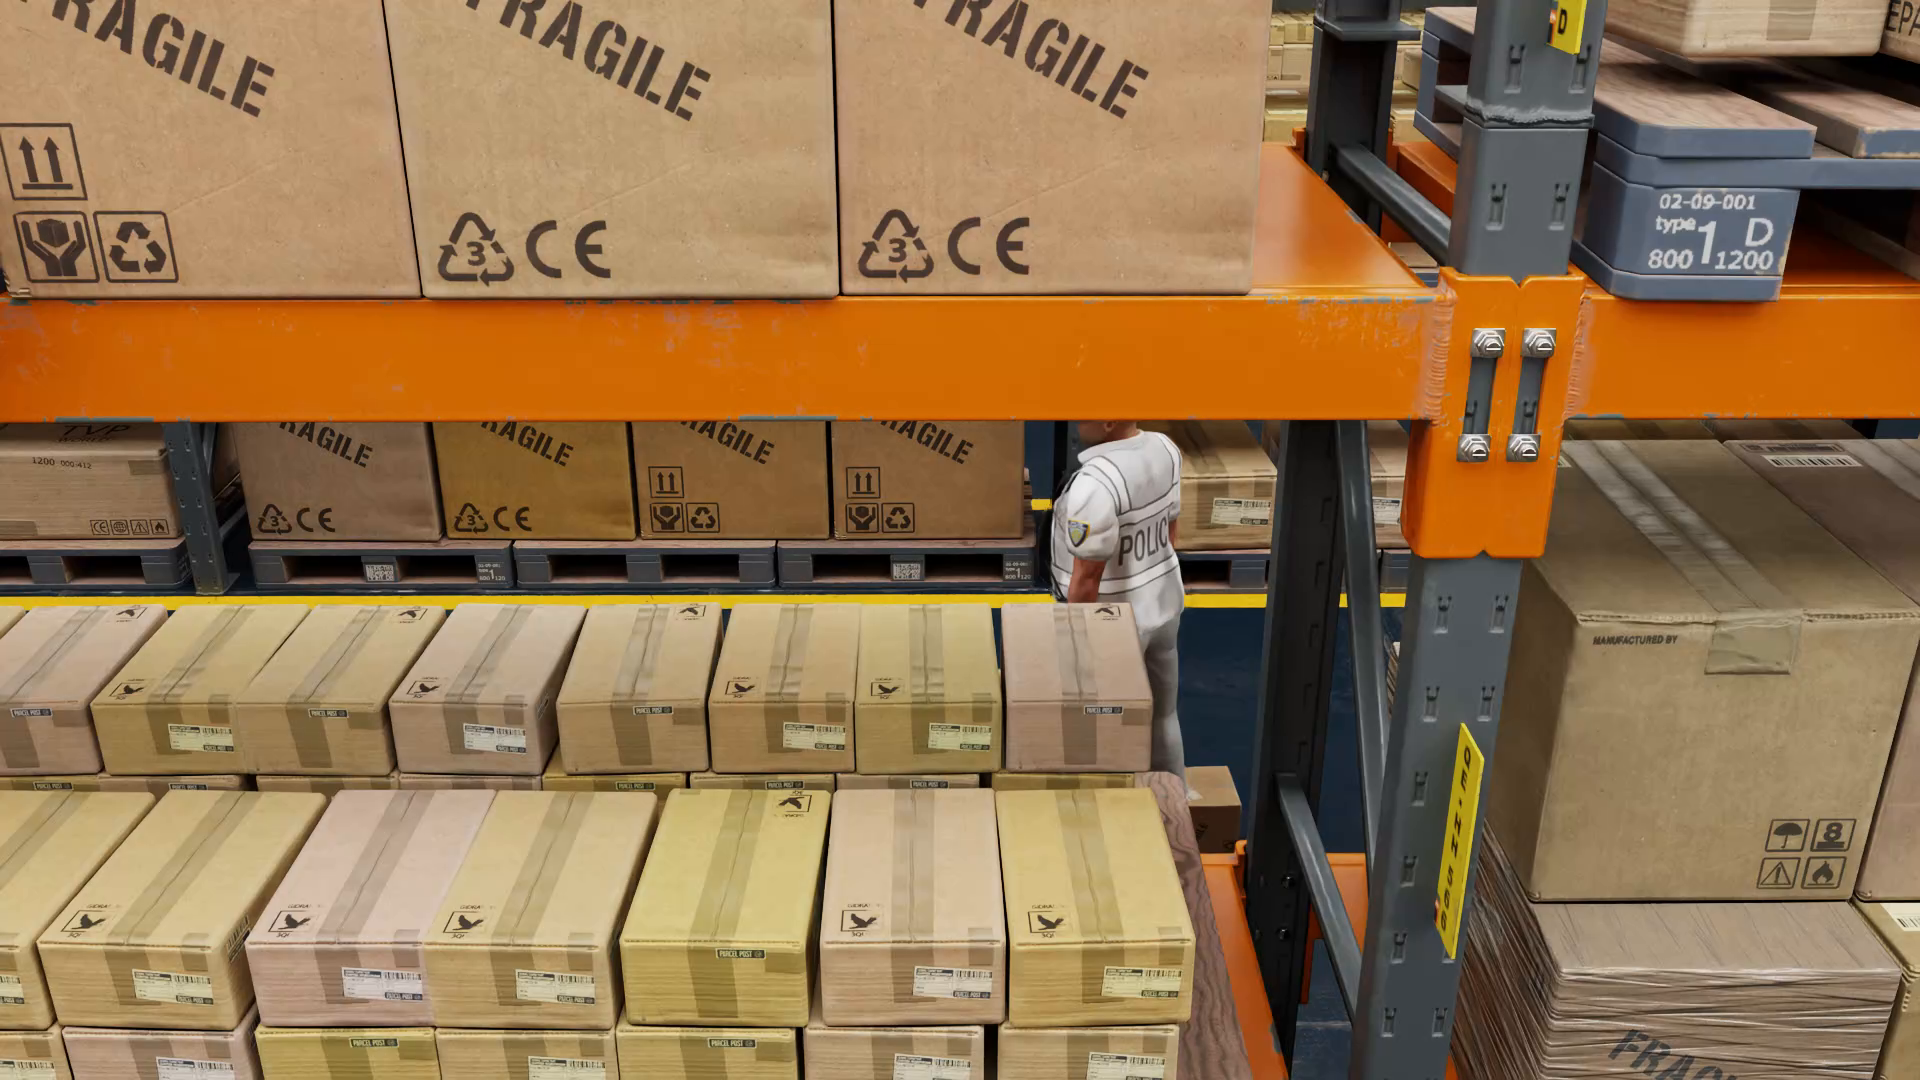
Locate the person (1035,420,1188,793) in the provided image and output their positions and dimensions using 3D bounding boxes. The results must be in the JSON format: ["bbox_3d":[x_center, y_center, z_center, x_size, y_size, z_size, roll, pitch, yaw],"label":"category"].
[{"bbox_3d":[0.505,0.251,5.498,0.543,1.752,0.575,22,32,40],"label":"person"}]
